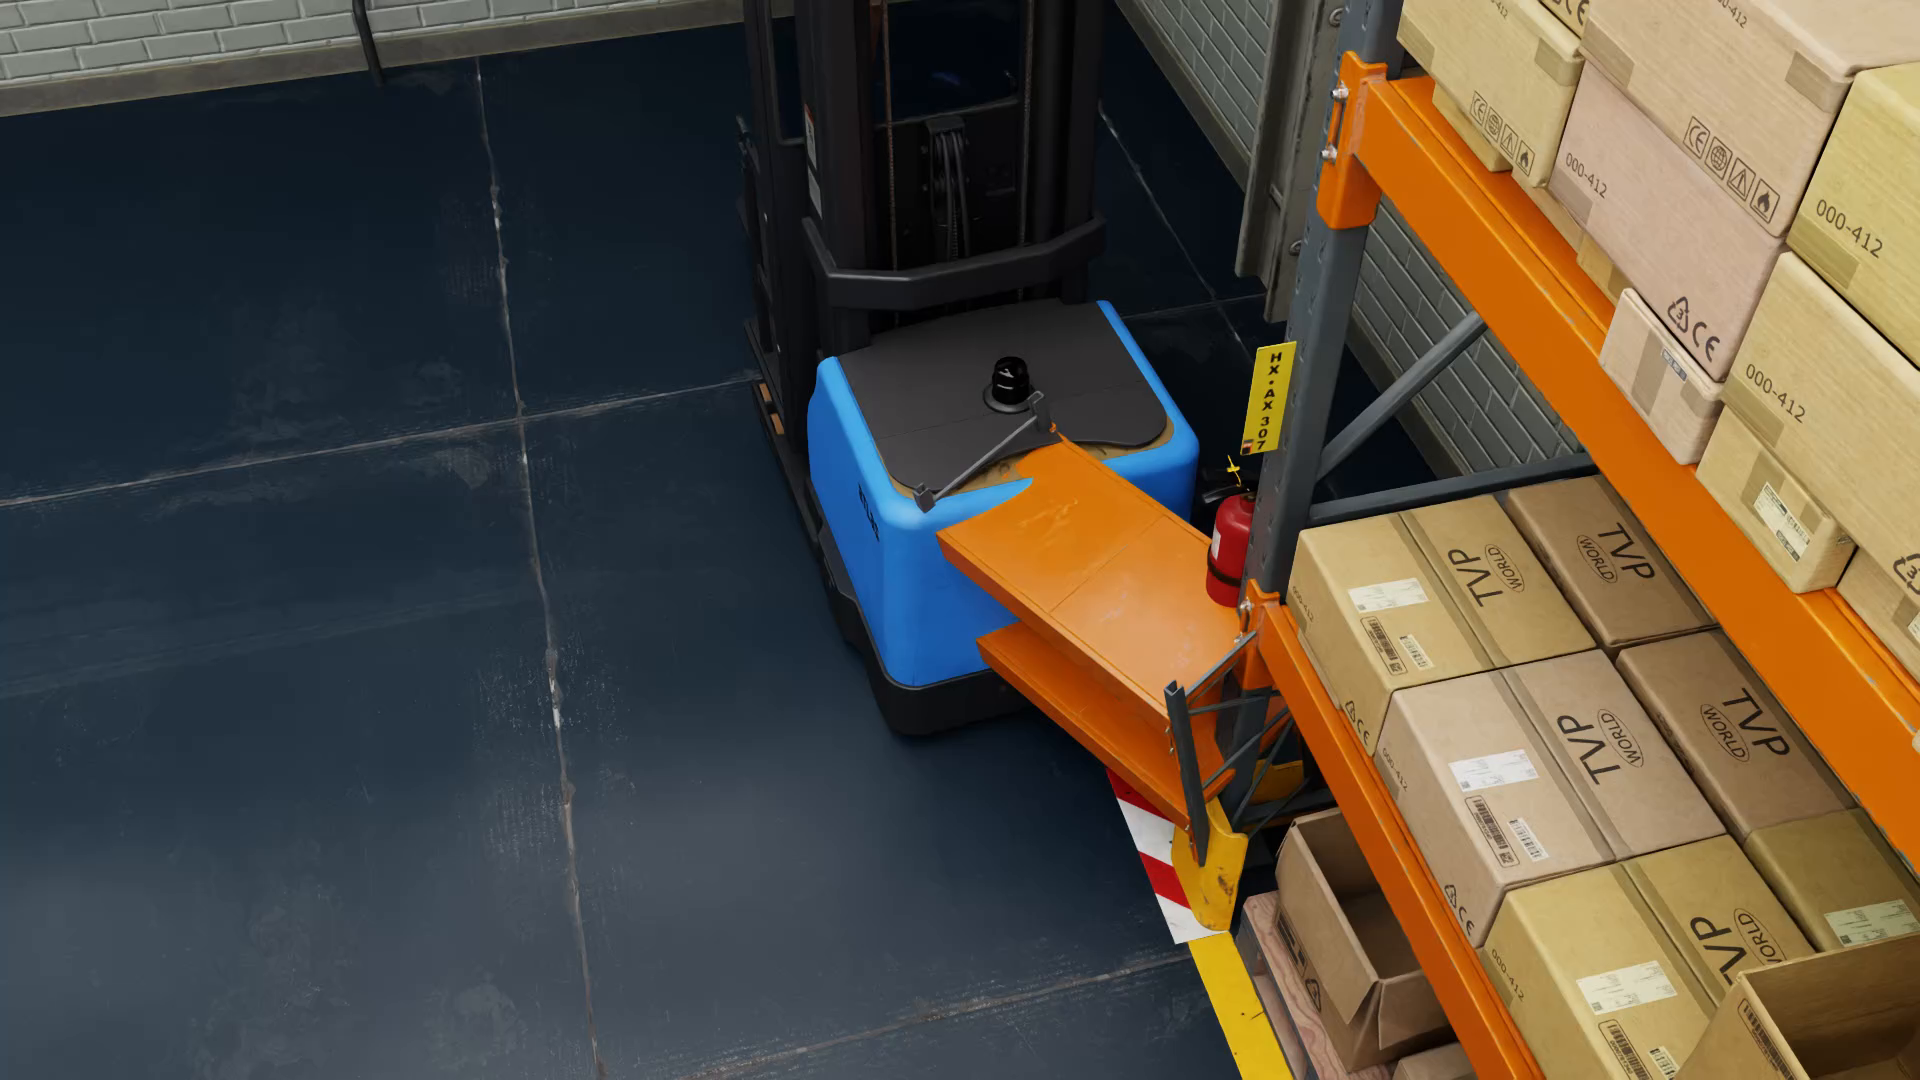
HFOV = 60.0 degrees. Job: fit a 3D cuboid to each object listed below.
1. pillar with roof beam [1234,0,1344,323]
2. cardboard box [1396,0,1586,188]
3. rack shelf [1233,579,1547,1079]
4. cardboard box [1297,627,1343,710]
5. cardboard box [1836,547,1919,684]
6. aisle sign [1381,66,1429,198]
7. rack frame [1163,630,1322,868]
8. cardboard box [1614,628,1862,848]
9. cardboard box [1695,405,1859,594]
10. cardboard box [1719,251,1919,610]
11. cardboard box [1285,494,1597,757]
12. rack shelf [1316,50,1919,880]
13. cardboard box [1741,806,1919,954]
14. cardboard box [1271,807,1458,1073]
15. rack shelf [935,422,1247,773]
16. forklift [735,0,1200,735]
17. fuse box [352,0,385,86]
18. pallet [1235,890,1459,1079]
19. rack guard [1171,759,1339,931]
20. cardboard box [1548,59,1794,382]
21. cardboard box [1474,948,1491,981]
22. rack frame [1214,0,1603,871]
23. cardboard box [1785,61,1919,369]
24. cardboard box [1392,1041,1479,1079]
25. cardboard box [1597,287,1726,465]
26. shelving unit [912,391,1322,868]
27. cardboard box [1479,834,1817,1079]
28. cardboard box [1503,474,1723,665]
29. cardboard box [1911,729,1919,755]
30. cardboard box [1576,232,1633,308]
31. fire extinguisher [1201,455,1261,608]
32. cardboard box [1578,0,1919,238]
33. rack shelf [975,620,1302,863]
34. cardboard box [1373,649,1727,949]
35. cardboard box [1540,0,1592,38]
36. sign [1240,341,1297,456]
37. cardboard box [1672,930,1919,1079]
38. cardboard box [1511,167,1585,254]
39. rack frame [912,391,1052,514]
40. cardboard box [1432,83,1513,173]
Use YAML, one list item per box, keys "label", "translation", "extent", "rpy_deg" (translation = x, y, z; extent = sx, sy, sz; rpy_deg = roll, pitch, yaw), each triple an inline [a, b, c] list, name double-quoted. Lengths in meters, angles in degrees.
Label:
- label: "pillar with roof beam"
  translation: [-2.738, -3.461, 3.341]
  extent: [9.100, 9.000, 0.400]
  rpy_deg: [-11, 47, -10]
- label: "cardboard box"
  translation: [1.092, -0.867, 2.796]
  extent: [0.500, 0.250, 0.500]
  rpy_deg: [-11, 47, -11]
- label: "rack shelf"
  translation: [1.755, 1.511, 3.173]
  extent: [1.077, 0.370, 4.000]
  rpy_deg: [-11, 47, -10]
- label: "cardboard box"
  translation: [1.061, 0.243, 4.087]
  extent: [0.380, 0.149, 0.250]
  rpy_deg: [-11, 47, -11]
- label: "cardboard box"
  translation: [1.402, 0.065, 2.162]
  extent: [0.380, 0.149, 0.250]
  rpy_deg: [-11, 47, -11]
- label: "aisle sign"
  translation: [0.941, -1.025, 3.334]
  extent: [0.394, 0.787, 0.004]
  rpy_deg: [-11, 47, -10]
- label: "rack frame"
  translation: [0.822, 0.575, 4.702]
  extent: [0.500, 1.125, 0.032]
  rpy_deg: [-39, 53, -17]
- label: "cardboard box"
  translation: [1.748, 0.452, 3.604]
  extent: [0.500, 0.250, 0.500]
  rpy_deg: [-11, 47, -10]
- label: "cardboard box"
  translation: [1.279, -0.094, 2.318]
  extent: [0.380, 0.149, 0.250]
  rpy_deg: [-11, 47, -10]
- label: "cardboard box"
  translation: [1.361, -0.164, 2.107]
  extent: [0.500, 0.250, 0.500]
  rpy_deg: [-12, 47, -12]
- label: "cardboard box"
  translation: [1.098, 0.189, 3.861]
  extent: [0.500, 0.250, 0.500]
  rpy_deg: [-10, 47, -10]
- label: "rack shelf"
  translation: [1.755, 0.461, 2.102]
  extent: [1.077, 0.370, 4.000]
  rpy_deg: [-11, 47, -10]
- label: "cardboard box"
  translation: [1.870, 0.795, 3.268]
  extent: [0.500, 0.250, 0.500]
  rpy_deg: [-9, 46, -9]
- label: "cardboard box"
  translation: [1.308, 1.045, 4.580]
  extent: [0.797, 0.503, 0.637]
  rpy_deg: [-12, 47, -12]
- label: "rack shelf"
  translation: [0.437, 0.138, 4.769]
  extent: [0.538, 0.278, 1.000]
  rpy_deg: [-39, 53, -17]
- label: "forklift"
  translation: [-0.199, -1.451, 5.620]
  extent: [1.130, 2.935, 3.031]
  rpy_deg: [-13, 47, -13]
- label: "fuse box"
  translation: [-2.953, -2.933, 7.926]
  extent: [0.539, 1.711, 0.414]
  rpy_deg: [-11, 47, -10]
- label: "pallet"
  translation: [1.467, 1.457, 4.675]
  extent: [1.003, 0.211, 1.213]
  rpy_deg: [-11, 47, -10]
- label: "rack guard"
  translation: [1.262, 0.806, 5.111]
  extent: [1.175, 0.500, 0.348]
  rpy_deg: [-11, 47, -10]
- label: "cardboard box"
  translation: [1.242, -0.520, 2.456]
  extent: [0.500, 0.250, 0.500]
  rpy_deg: [-10, 46, -10]
- label: "cardboard box"
  translation: [1.278, 0.771, 3.570]
  extent: [0.380, 0.149, 0.250]
  rpy_deg: [-9, 46, -9]
- label: "rack frame"
  translation: [1.243, -0.122, 4.269]
  extent: [1.000, 3.000, 0.127]
  rpy_deg: [-11, 47, -10]
- label: "cardboard box"
  translation: [1.367, -0.347, 1.936]
  extent: [0.500, 0.250, 0.500]
  rpy_deg: [-11, 47, -11]
- label: "cardboard box"
  translation: [1.379, 1.469, 4.412]
  extent: [0.380, 0.149, 0.250]
  rpy_deg: [-12, 47, -12]
- label: "cardboard box"
  translation: [1.205, -0.274, 2.494]
  extent: [0.380, 0.149, 0.250]
  rpy_deg: [-10, 46, -9]
- label: "shelving unit"
  translation: [0.496, 0.316, 4.993]
  extent: [0.538, 1.125, 1.048]
  rpy_deg: [-39, 53, -17]
- label: "cardboard box"
  translation: [1.361, 0.886, 3.178]
  extent: [0.500, 0.250, 0.500]
  rpy_deg: [-12, 47, -11]
- label: "cardboard box"
  translation: [1.617, 0.096, 3.953]
  extent: [0.500, 0.250, 0.500]
  rpy_deg: [-9, 46, -9]
- label: "cardboard box"
  translation: [1.398, 0.255, 1.976]
  extent: [0.380, 0.149, 0.250]
  rpy_deg: [-11, 47, -10]
- label: "cardboard box"
  translation: [1.241, -0.465, 2.681]
  extent: [0.380, 0.149, 0.250]
  rpy_deg: [-11, 47, -10]
- label: "fire extinguisher"
  translation: [0.758, 0.019, 4.447]
  extent: [0.296, 0.674, 0.183]
  rpy_deg: [-11, 47, -10]
- label: "cardboard box"
  translation: [1.225, -0.691, 2.274]
  extent: [0.500, 0.250, 0.500]
  rpy_deg: [-11, 47, -11]
- label: "rack shelf"
  translation: [0.545, 0.465, 5.181]
  extent: [0.538, 0.278, 1.000]
  rpy_deg: [-39, 53, -17]
- label: "cardboard box"
  translation: [1.228, 0.537, 3.520]
  extent: [0.500, 0.250, 0.500]
  rpy_deg: [-10, 46, -10]
- label: "cardboard box"
  translation: [1.113, -1.046, 2.621]
  extent: [0.500, 0.250, 0.500]
  rpy_deg: [-11, 47, -11]
- label: "sign"
  translation: [0.718, -0.326, 3.863]
  extent: [0.100, 0.325, 0.005]
  rpy_deg: [-11, 47, -10]
- label: "cardboard box"
  translation: [1.483, 0.962, 2.579]
  extent: [0.500, 0.500, 0.500]
  rpy_deg: [-10, 46, -9]
- label: "cardboard box"
  translation: [1.192, -0.645, 2.858]
  extent: [0.380, 0.149, 0.250]
  rpy_deg: [-10, 46, -10]
- label: "rack frame"
  translation: [0.170, 0.058, 5.285]
  extent: [0.500, 1.125, 0.032]
  rpy_deg: [-39, 53, -17]
- label: "cardboard box"
  translation: [1.099, -0.821, 3.030]
  extent: [0.380, 0.149, 0.250]
  rpy_deg: [-10, 46, -9]
